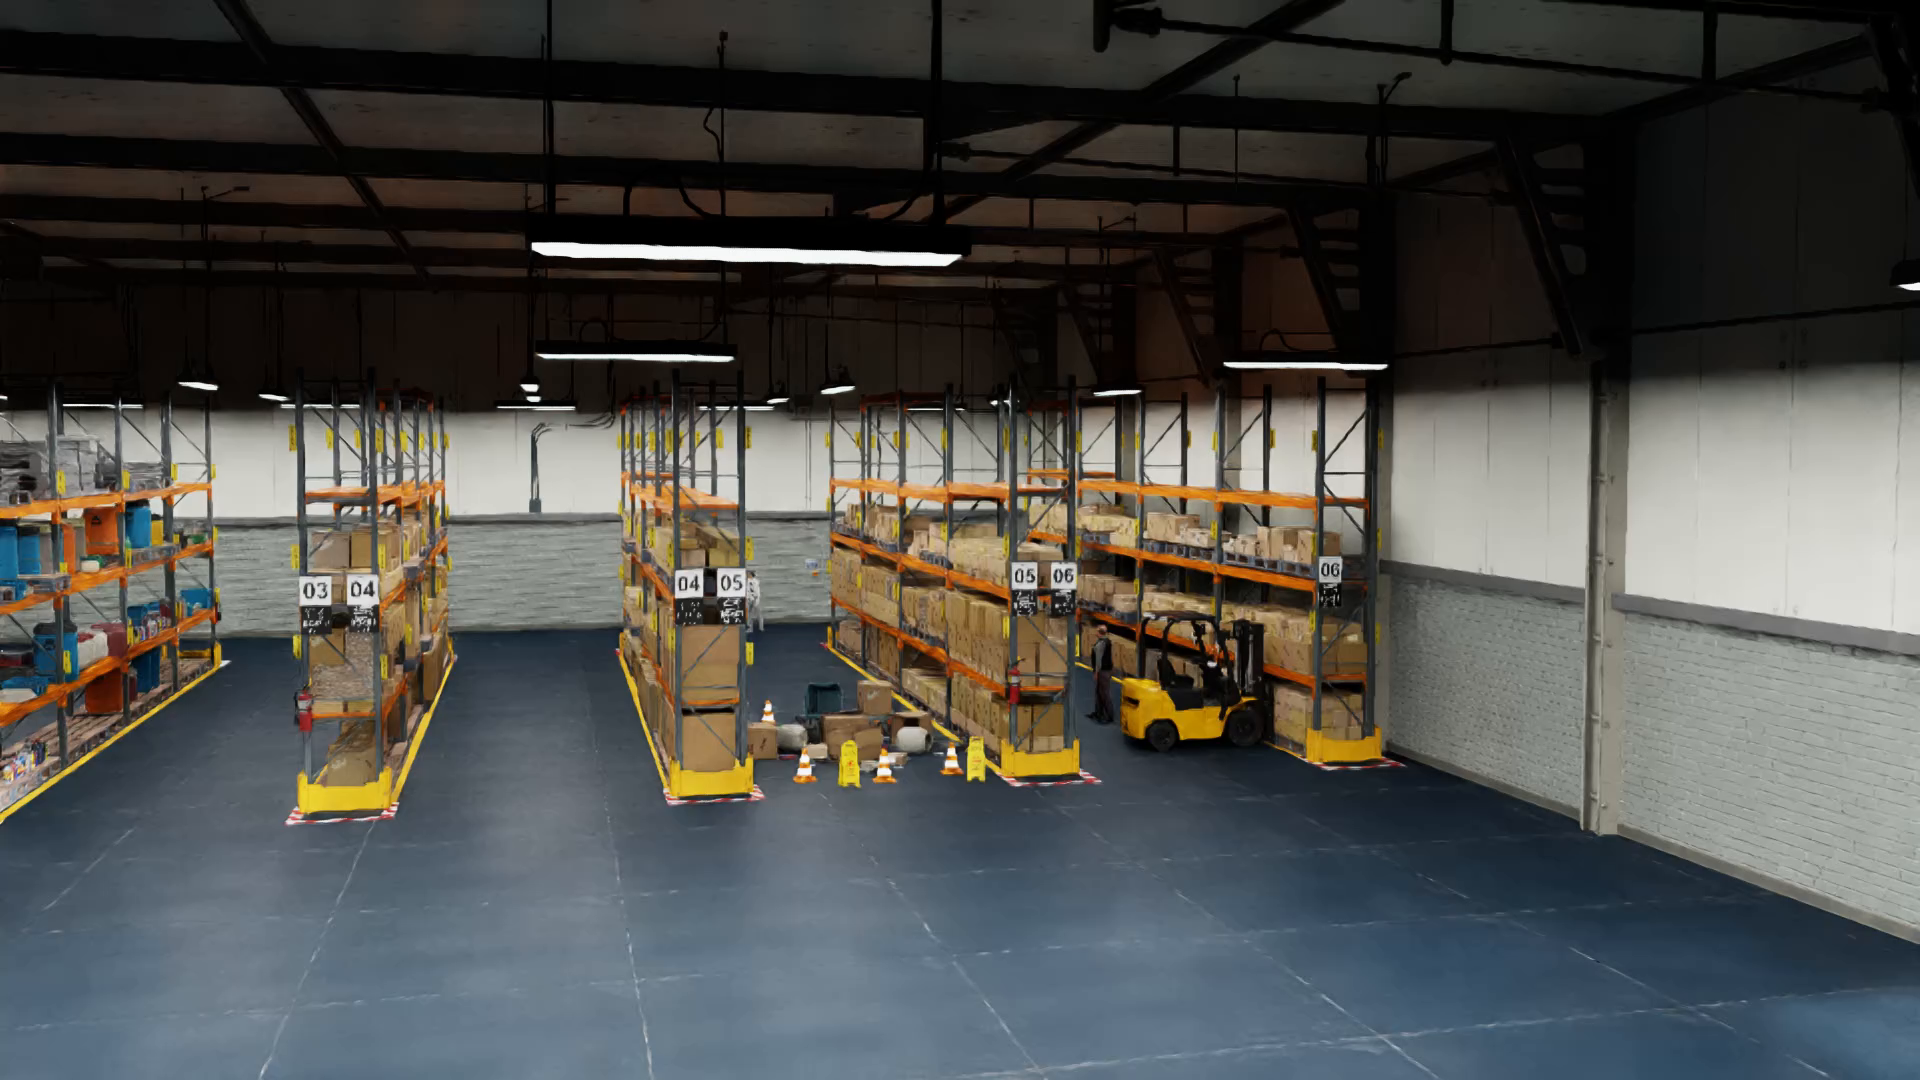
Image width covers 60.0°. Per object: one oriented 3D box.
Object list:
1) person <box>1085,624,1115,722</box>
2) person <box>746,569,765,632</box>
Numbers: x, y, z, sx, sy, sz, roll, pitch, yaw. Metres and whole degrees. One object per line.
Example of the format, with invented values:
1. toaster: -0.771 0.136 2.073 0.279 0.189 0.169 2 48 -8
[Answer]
1. person: 2.502 2.356 29.682 0.576 1.718 0.626 1 4 16
2. person: -5.411 1.577 43.613 0.506 1.662 0.569 2 4 35
